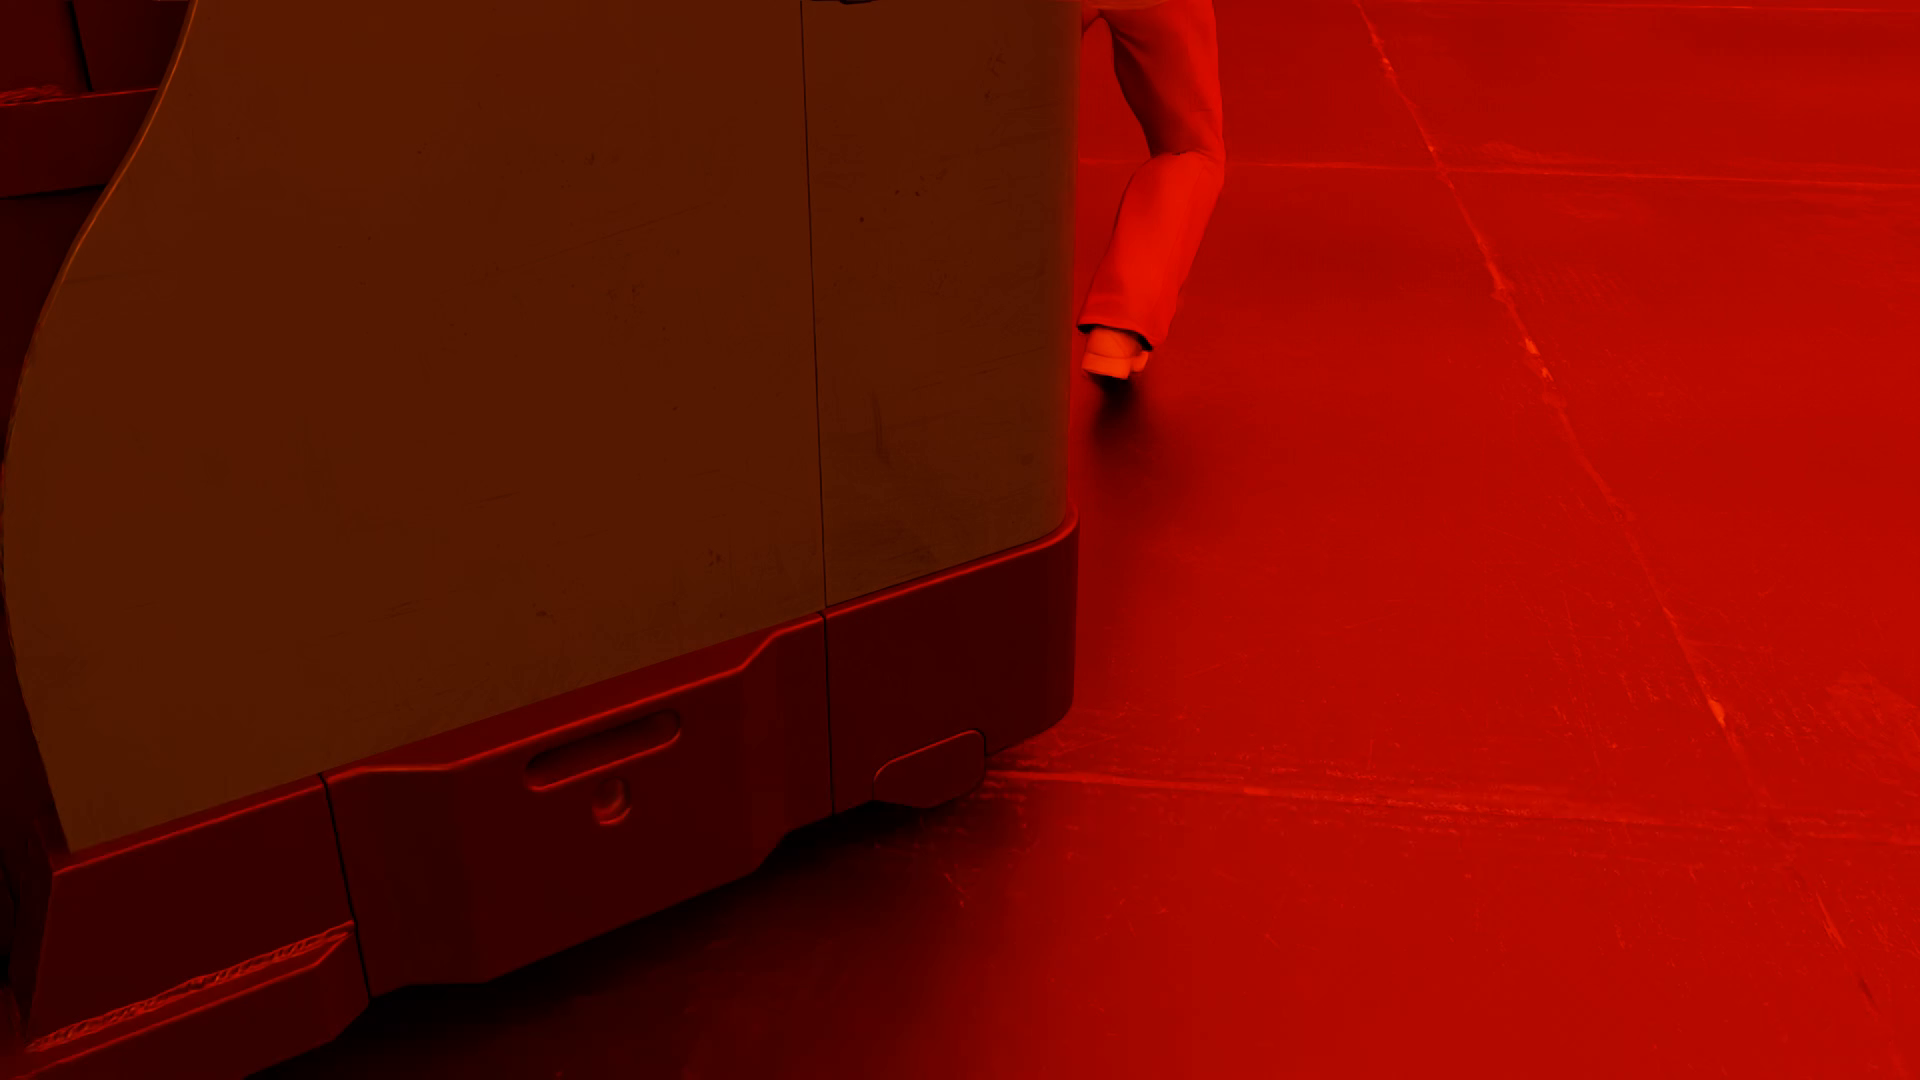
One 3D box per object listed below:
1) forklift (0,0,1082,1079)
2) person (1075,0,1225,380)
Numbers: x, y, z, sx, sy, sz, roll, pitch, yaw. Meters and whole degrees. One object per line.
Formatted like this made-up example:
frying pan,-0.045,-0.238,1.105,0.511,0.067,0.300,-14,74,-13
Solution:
forklift,-1.364,-0.856,0.932,3.031,2.935,1.130,-17,31,-31
person,0.232,-0.998,2.736,0.876,1.548,0.691,1,27,3
